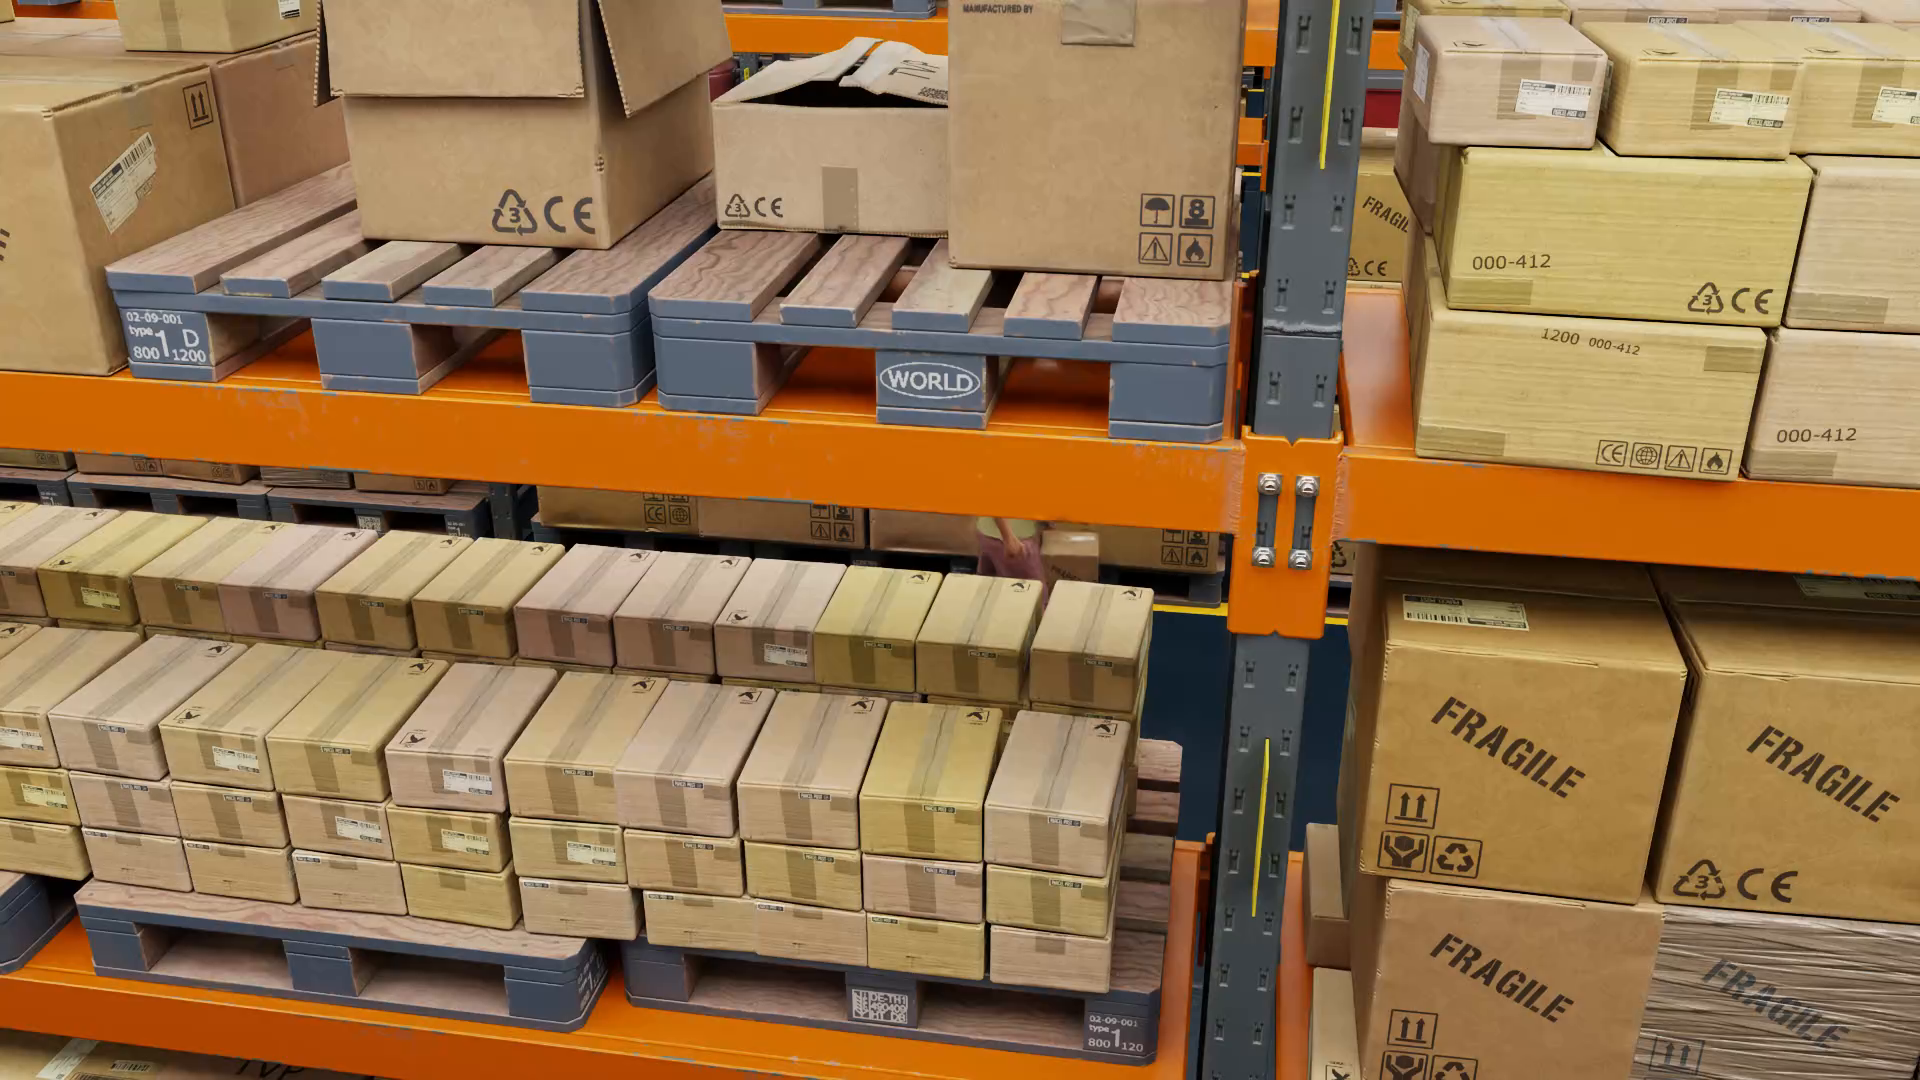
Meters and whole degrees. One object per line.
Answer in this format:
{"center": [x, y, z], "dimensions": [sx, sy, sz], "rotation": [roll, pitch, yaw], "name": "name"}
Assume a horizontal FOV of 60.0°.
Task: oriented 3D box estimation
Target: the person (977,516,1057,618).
{"center": [0.316, -0.049, 7.197], "dimensions": [0.747, 1.654, 0.464], "rotation": [4, 25, 8], "name": "person"}
